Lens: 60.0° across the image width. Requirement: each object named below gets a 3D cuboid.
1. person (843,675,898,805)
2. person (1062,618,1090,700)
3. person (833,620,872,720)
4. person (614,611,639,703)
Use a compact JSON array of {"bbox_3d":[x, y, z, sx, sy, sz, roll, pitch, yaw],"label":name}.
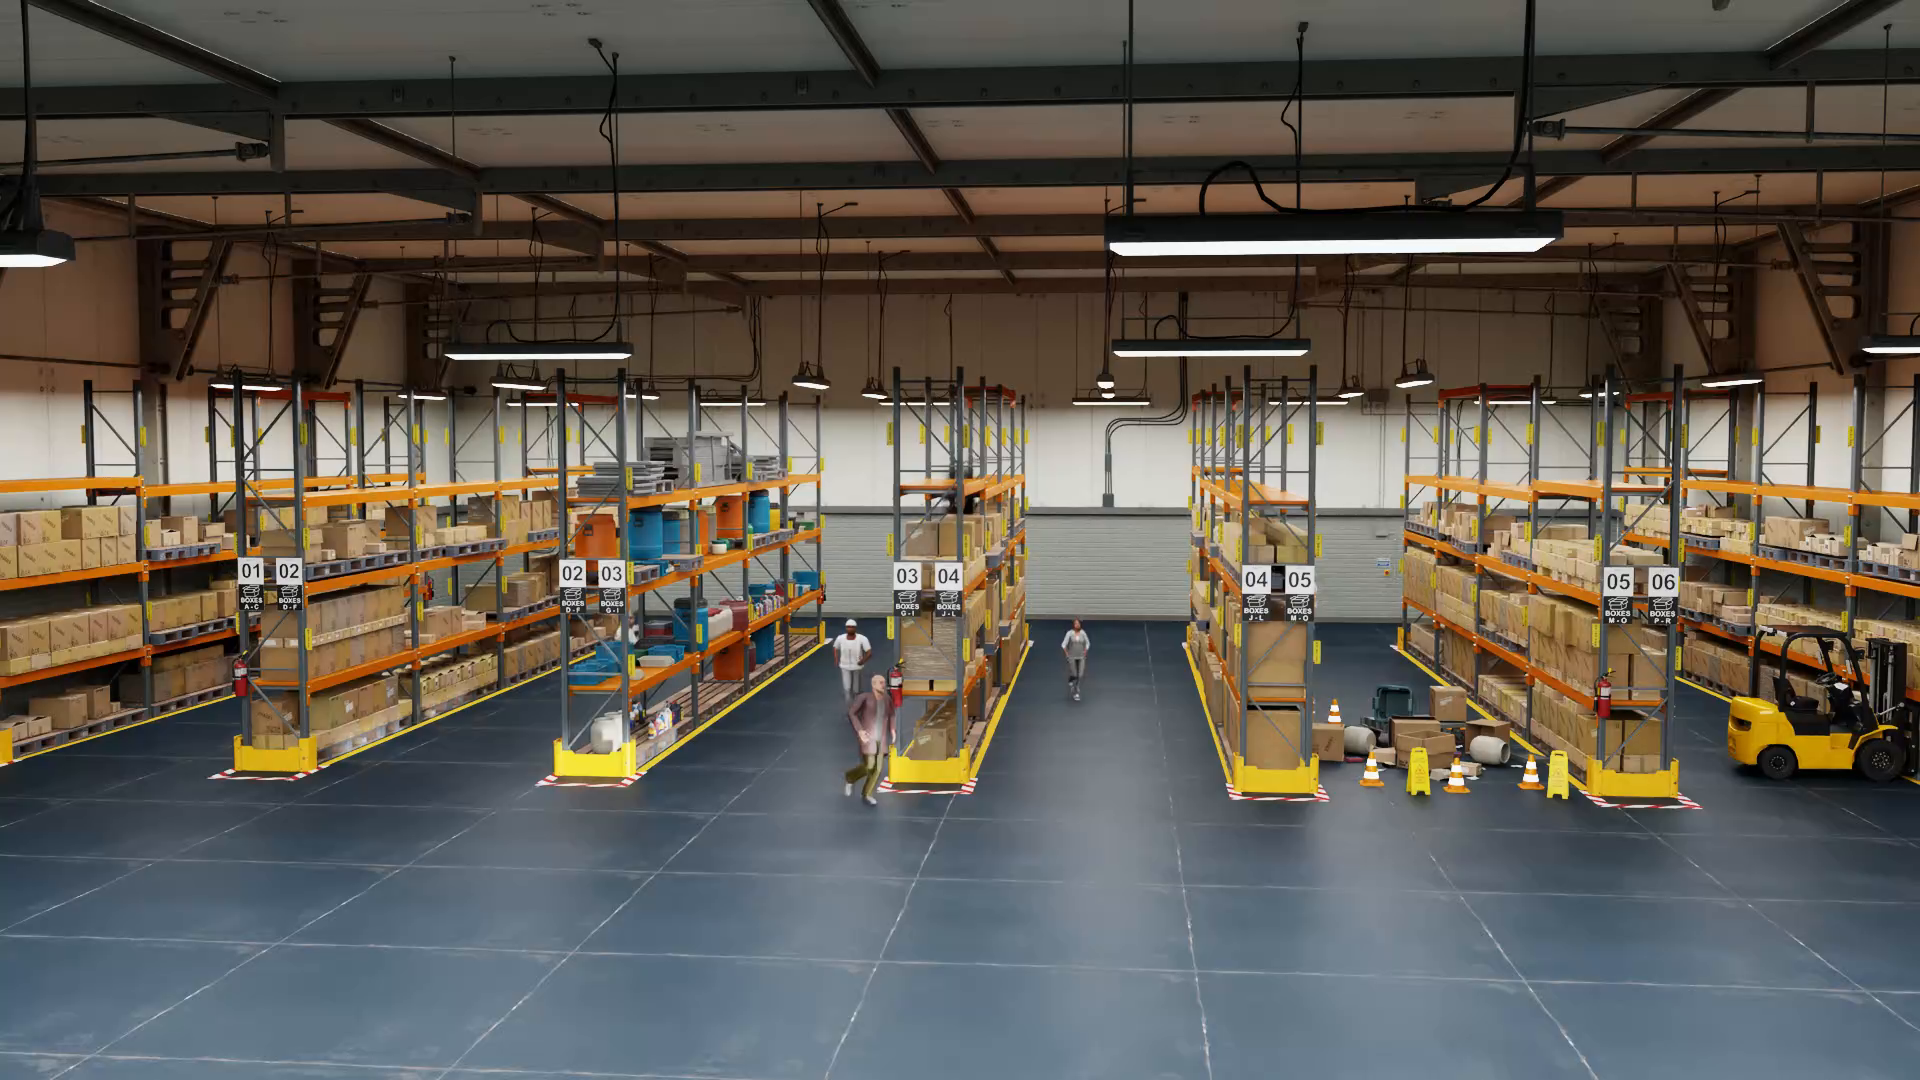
[{"bbox_3d":[-1.193,2.719,22.901,0.740,1.726,0.656,-3,5,-38],"label":"person"},{"bbox_3d":[2.221,2.262,31.735,0.538,1.557,0.549,0,4,-6],"label":"person"},{"bbox_3d":[-1.929,2.289,29.680,0.711,1.762,0.805,0,4,3],"label":"person"},{"bbox_3d":[-6.200,2.185,31.340,0.649,1.737,0.595,0,4,0],"label":"person"}]
